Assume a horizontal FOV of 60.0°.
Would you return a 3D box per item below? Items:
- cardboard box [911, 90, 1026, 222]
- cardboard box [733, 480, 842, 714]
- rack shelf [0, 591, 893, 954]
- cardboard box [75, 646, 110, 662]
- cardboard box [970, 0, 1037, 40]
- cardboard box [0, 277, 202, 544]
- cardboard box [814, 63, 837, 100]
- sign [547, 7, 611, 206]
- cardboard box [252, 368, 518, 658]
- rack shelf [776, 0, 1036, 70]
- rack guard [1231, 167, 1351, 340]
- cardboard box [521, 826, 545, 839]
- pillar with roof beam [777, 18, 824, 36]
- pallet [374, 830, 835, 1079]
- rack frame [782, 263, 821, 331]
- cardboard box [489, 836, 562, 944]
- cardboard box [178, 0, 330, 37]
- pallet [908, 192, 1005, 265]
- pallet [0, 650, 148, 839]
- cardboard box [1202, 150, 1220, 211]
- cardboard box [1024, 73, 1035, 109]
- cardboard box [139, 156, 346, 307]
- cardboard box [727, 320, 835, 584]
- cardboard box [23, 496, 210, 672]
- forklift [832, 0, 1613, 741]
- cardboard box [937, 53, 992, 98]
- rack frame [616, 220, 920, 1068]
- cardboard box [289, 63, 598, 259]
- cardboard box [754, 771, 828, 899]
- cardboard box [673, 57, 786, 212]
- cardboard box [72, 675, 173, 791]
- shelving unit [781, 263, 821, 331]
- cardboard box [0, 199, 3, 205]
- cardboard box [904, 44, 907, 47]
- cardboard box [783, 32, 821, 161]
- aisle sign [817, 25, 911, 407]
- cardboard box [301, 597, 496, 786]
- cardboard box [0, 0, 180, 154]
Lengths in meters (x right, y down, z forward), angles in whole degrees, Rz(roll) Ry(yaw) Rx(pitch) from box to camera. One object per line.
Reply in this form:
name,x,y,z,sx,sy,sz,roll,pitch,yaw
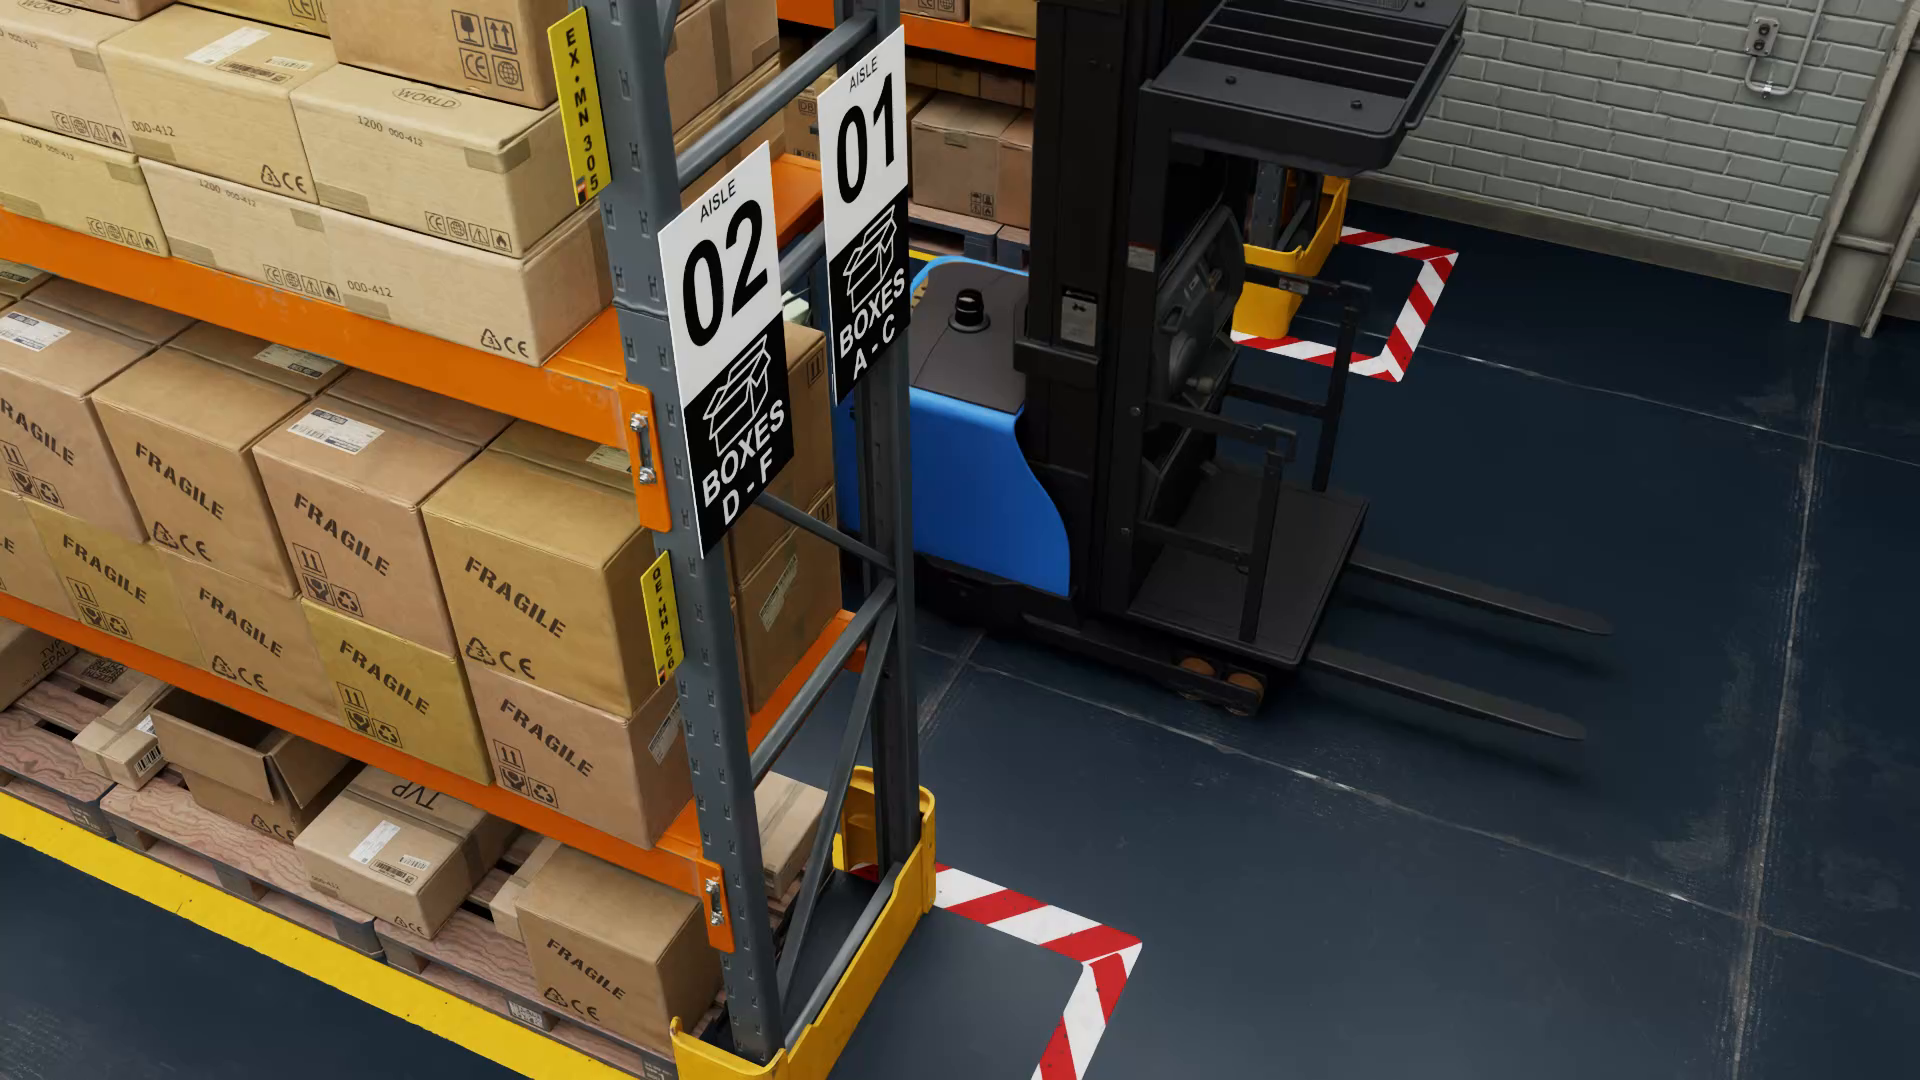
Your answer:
cardboard box,0.109,-2.160,9.040,0.500,0.500,0.700,16,43,17
cardboard box,-0.686,0.090,4.780,0.500,0.500,0.500,18,44,20
rack shelf,-2.208,0.125,5.365,4.000,0.370,1.077,17,44,19
cardboard box,-3.384,0.067,6.455,0.500,0.500,0.500,17,44,19
cardboard box,0.565,-2.978,8.166,0.700,0.700,0.980,17,44,18
cardboard box,-2.311,-0.391,4.571,0.500,0.500,0.500,18,44,20
cardboard box,-0.589,-2.486,8.920,0.250,0.149,0.380,16,43,17
sign,-0.648,-0.737,2.844,0.005,0.325,0.100,17,44,19
cardboard box,-1.373,-0.108,4.245,0.500,0.500,0.500,18,44,20
rack shelf,-0.117,-2.816,8.758,4.000,0.370,1.077,17,44,19
rack guard,1.717,-1.583,8.695,0.348,0.500,1.175,17,44,19
cardboard box,-1.222,0.822,5.774,0.500,0.250,0.500,17,44,19
pillar with roof beam,-2.750,-3.673,4.617,0.400,9.000,9.100,17,44,19
pallet,-1.187,1.220,5.682,1.213,0.211,1.003,17,44,19
rack frame,-0.675,-0.365,6.526,0.023,1.500,0.400,32,50,31
cardboard box,-1.322,1.141,5.470,0.250,0.166,0.380,17,44,19
cardboard box,-1.285,-1.463,3.518,0.500,0.500,0.700,17,44,19
pallet,-0.164,-1.994,9.390,1.213,0.211,1.003,17,44,19
pallet,-3.399,0.544,6.461,1.213,0.211,1.003,17,44,19
cardboard box,1.019,-1.883,8.720,0.500,0.500,0.700,17,44,19
cardboard box,0.531,-2.421,8.846,0.250,0.149,0.380,17,44,19
cardboard box,-1.421,-0.801,3.708,0.500,0.250,0.500,17,44,19
cardboard box,-0.686,-0.288,4.452,0.500,0.500,0.500,18,44,20
cardboard box,-2.295,-0.016,4.902,0.500,0.500,0.500,16,44,18
forklift,1.049,-0.825,5.964,3.031,2.935,1.130,17,44,19
cardboard box,0.067,-2.562,9.008,0.250,0.149,0.380,17,44,19
rack frame,-0.396,0.407,4.490,0.127,3.000,1.000,17,44,19
cardboard box,-0.969,-0.850,3.383,0.500,0.250,0.500,17,44,19
cardboard box,-0.630,0.998,5.649,0.250,0.149,0.380,17,44,19
cardboard box,-0.754,-0.963,3.895,0.500,0.250,0.500,17,44,19
cardboard box,-2.944,0.682,6.000,0.250,0.166,0.380,17,44,19
shelving unit,-0.940,-0.531,6.717,0.755,1.500,0.431,32,50,31
cardboard box,-2.326,-1.079,4.029,0.500,0.250,0.500,17,44,19
cardboard box,-0.397,-2.703,9.171,0.250,0.149,0.380,17,44,19
cardboard box,-0.841,-2.447,9.371,0.500,0.500,0.700,17,44,18
aisle sign,-0.210,-0.731,3.818,0.004,0.787,0.394,17,44,19
cardboard box,-1.388,0.265,4.578,0.500,0.500,0.500,17,44,19
cardboard box,-1.874,-1.129,3.705,0.500,0.250,0.500,17,44,19
